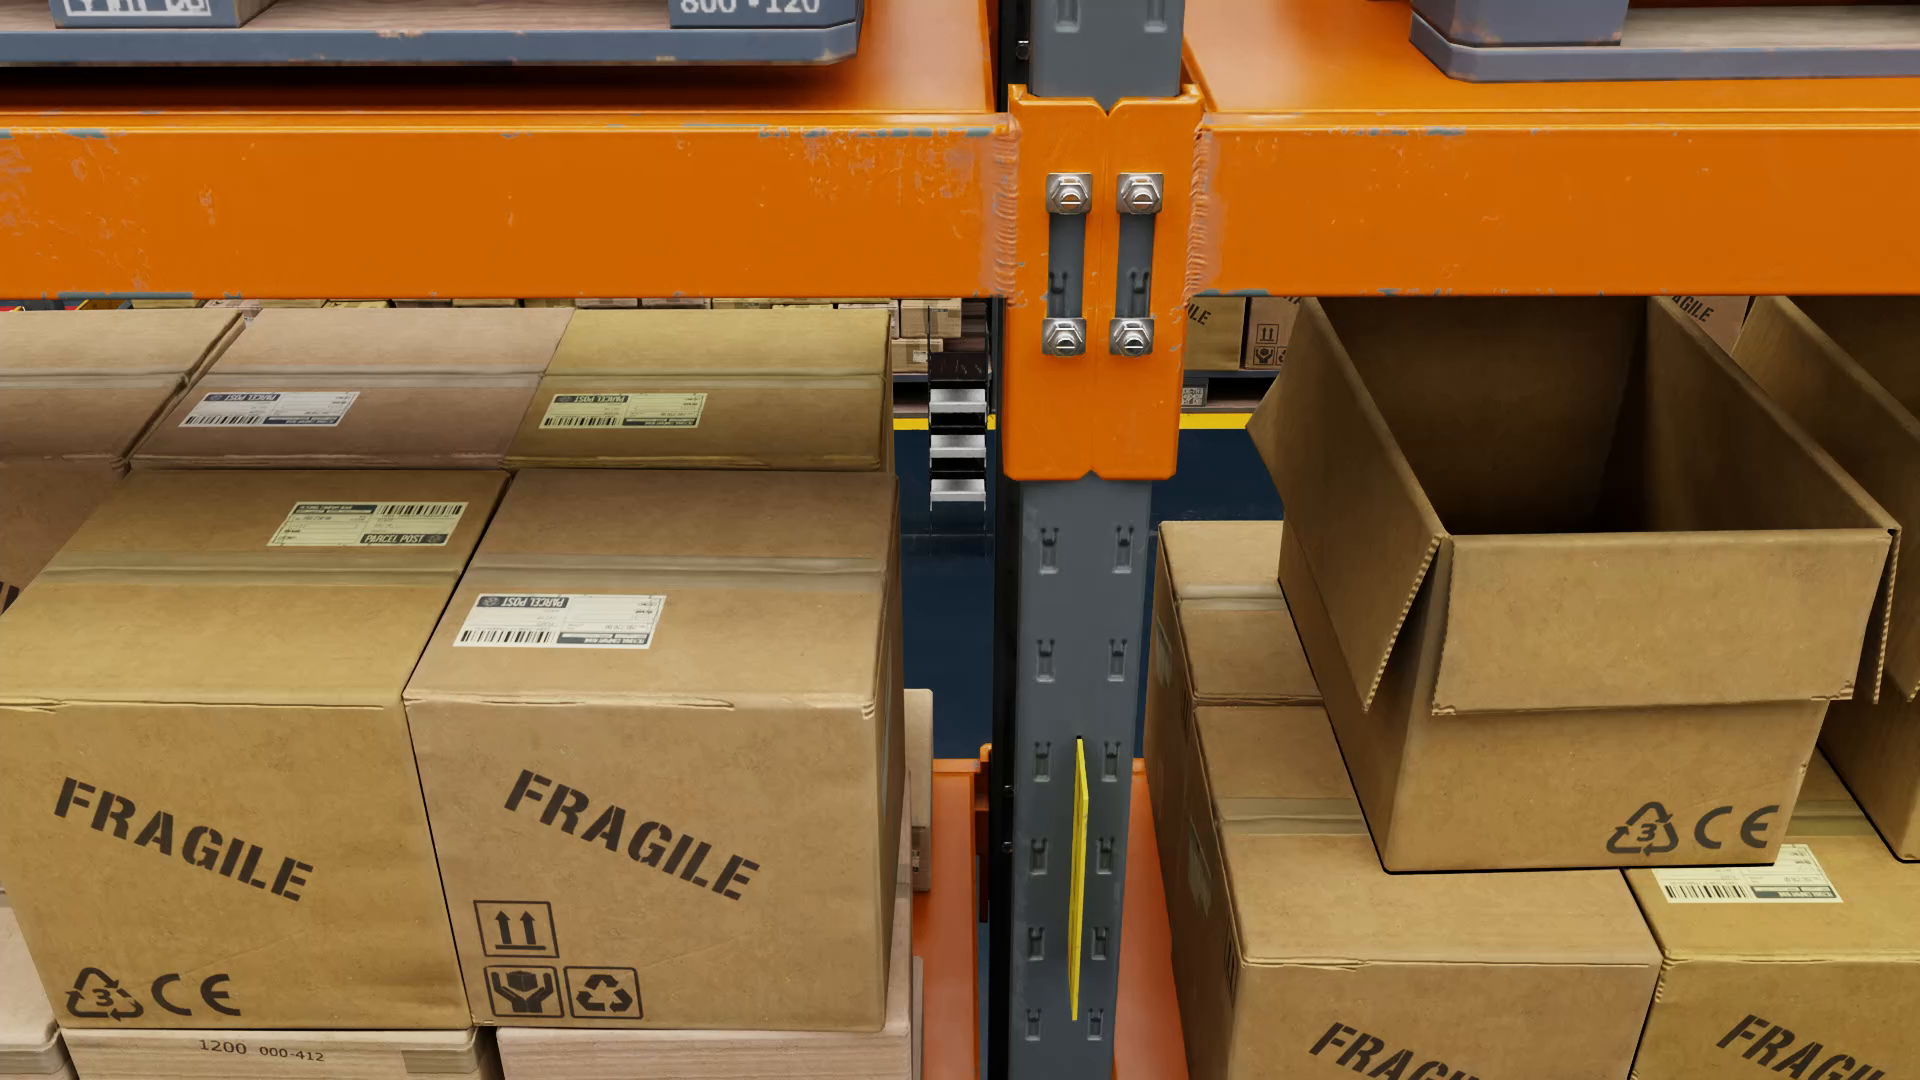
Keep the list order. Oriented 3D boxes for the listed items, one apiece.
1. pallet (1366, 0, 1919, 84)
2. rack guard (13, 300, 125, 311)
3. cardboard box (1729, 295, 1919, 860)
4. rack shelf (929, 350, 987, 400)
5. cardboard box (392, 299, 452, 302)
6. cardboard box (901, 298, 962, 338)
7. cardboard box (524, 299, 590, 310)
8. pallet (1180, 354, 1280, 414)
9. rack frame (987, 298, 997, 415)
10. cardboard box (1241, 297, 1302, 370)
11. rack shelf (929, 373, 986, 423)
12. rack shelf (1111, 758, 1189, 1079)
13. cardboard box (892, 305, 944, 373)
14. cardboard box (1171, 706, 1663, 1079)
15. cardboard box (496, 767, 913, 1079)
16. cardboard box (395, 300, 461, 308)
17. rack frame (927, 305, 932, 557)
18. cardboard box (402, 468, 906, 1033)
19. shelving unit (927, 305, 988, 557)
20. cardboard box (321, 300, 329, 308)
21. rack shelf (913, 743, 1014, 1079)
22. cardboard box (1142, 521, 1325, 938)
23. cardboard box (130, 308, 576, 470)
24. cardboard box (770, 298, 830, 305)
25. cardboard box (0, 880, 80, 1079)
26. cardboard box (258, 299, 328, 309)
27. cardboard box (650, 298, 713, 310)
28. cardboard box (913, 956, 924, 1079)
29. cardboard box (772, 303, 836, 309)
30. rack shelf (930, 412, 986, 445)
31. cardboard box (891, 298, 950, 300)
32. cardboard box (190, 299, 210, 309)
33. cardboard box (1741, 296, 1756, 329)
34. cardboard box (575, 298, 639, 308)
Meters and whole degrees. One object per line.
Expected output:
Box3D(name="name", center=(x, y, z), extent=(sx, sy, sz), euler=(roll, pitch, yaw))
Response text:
Box3D(name="pallet", center=(1.040, -0.736, 1.864), extent=(1.217, 0.209, 0.805), euler=(-1, 31, -2))
Box3D(name="rack guard", center=(-3.729, -0.999, 7.415), extent=(0.348, 0.500, 1.175), euler=(0, 31, 0))
Box3D(name="cardboard box", center=(1.449, 0.019, 2.264), extent=(0.637, 0.503, 0.797), euler=(0, 31, 0))
Box3D(name="rack shelf", center=(-0.008, -0.587, 5.894), extent=(0.200, 0.077, 0.258), euler=(0, 31, 0))
Box3D(name="cardboard box", center=(-2.227, -1.145, 7.016), extent=(0.250, 0.149, 0.380), euler=(1, 31, 2))
Box3D(name="cardboard box", center=(-0.118, -1.002, 7.067), extent=(0.250, 0.149, 0.380), euler=(0, 31, 1))
Box3D(name="cardboard box", center=(-1.698, -1.055, 7.154), extent=(0.250, 0.149, 0.380), euler=(1, 31, 2))
Box3D(name="pallet", center=(0.973, -0.891, 7.515), extent=(1.213, 0.211, 1.003), euler=(0, 31, 0))
Box3D(name="rack frame", center=(0.195, -2.080, 6.787), extent=(0.127, 3.000, 1.000), euler=(0, 31, 0))
Box3D(name="cardboard box", center=(1.464, -1.058, 7.108), extent=(0.500, 0.500, 0.500), euler=(1, 31, 2))
Box3D(name="rack shelf", center=(-0.008, -0.510, 5.940), extent=(0.200, 0.077, 0.258), euler=(0, 31, 0))
Box3D(name="rack shelf", center=(2.124, 0.794, 2.743), extent=(4.000, 0.370, 1.077), euler=(0, 31, 0))
Box3D(name="cardboard box", center=(-0.195, -0.863, 7.124), extent=(0.250, 0.149, 0.380), euler=(0, 31, 0))
Box3D(name="cardboard box", center=(0.585, 0.578, 2.309), extent=(0.500, 0.500, 0.500), euler=(0, 31, 0))
Box3D(name="cardboard box", center=(-0.316, 0.567, 2.281), extent=(0.500, 0.250, 0.500), euler=(-1, 31, -1))
Box3D(name="cardboard box", center=(-2.239, -1.037, 7.124), extent=(0.250, 0.149, 0.380), euler=(-2, 31, -3))
Box3D(name="rack frame", center=(-0.110, -0.384, 6.016), extent=(0.006, 0.900, 0.240), euler=(0, 31, 0))
Box3D(name="cardboard box", center=(-0.334, 0.249, 2.082), extent=(0.500, 0.500, 0.500), euler=(1, 31, 1))
Box3D(name="shelving unit", center=(-0.008, -0.385, 6.017), extent=(0.210, 0.900, 0.258), euler=(0, 31, 0))
Box3D(name="cardboard box", center=(-2.761, -1.042, 7.133), extent=(0.250, 0.149, 0.380), euler=(0, 31, 0))
Box3D(name="rack shelf", center=(-1.876, 0.807, 2.722), extent=(4.000, 0.370, 1.077), euler=(0, 31, 0))
Box3D(name="cardboard box", center=(0.590, 0.307, 2.756), extent=(0.500, 0.500, 0.500), euler=(0, 31, 0))
Box3D(name="cardboard box", center=(-0.849, -0.024, 2.533), extent=(0.500, 0.500, 0.500), euler=(0, 31, 0))
Box3D(name="cardboard box", center=(-0.664, -1.133, 6.996), extent=(0.250, 0.149, 0.380), euler=(0, 31, -1))
Box3D(name="cardboard box", center=(-1.344, 0.572, 2.273), extent=(0.500, 0.250, 0.500), euler=(0, 31, 1))
Box3D(name="cardboard box", center=(-2.752, -1.106, 6.951), extent=(0.250, 0.149, 0.380), euler=(0, 31, 0))
Box3D(name="cardboard box", center=(-1.163, -1.024, 7.103), extent=(0.250, 0.149, 0.380), euler=(1, 31, 1))
Box3D(name="cardboard box", center=(-0.179, 0.771, 2.329), extent=(0.250, 0.149, 0.380), euler=(0, 31, 0))
Box3D(name="cardboard box", center=(-0.657, -0.985, 7.038), extent=(0.250, 0.149, 0.380), euler=(-1, 31, -2))
Box3D(name="rack shelf", center=(-0.008, -0.433, 5.987), extent=(0.200, 0.077, 0.258), euler=(0, 31, 0))
Box3D(name="cardboard box", center=(-0.159, -1.159, 7.039), extent=(0.250, 0.149, 0.380), euler=(1, 31, 1))
Box3D(name="cardboard box", center=(-3.280, -1.024, 7.103), extent=(0.250, 0.149, 0.380), euler=(1, 31, 2))
Box3D(name="cardboard box", center=(3.538, -1.066, 7.120), extent=(0.500, 0.500, 0.500), euler=(0, 31, -1))
Box3D(name="cardboard box", center=(-1.463, -1.117, 6.969), extent=(0.250, 0.149, 0.380), euler=(-1, 31, -2))
